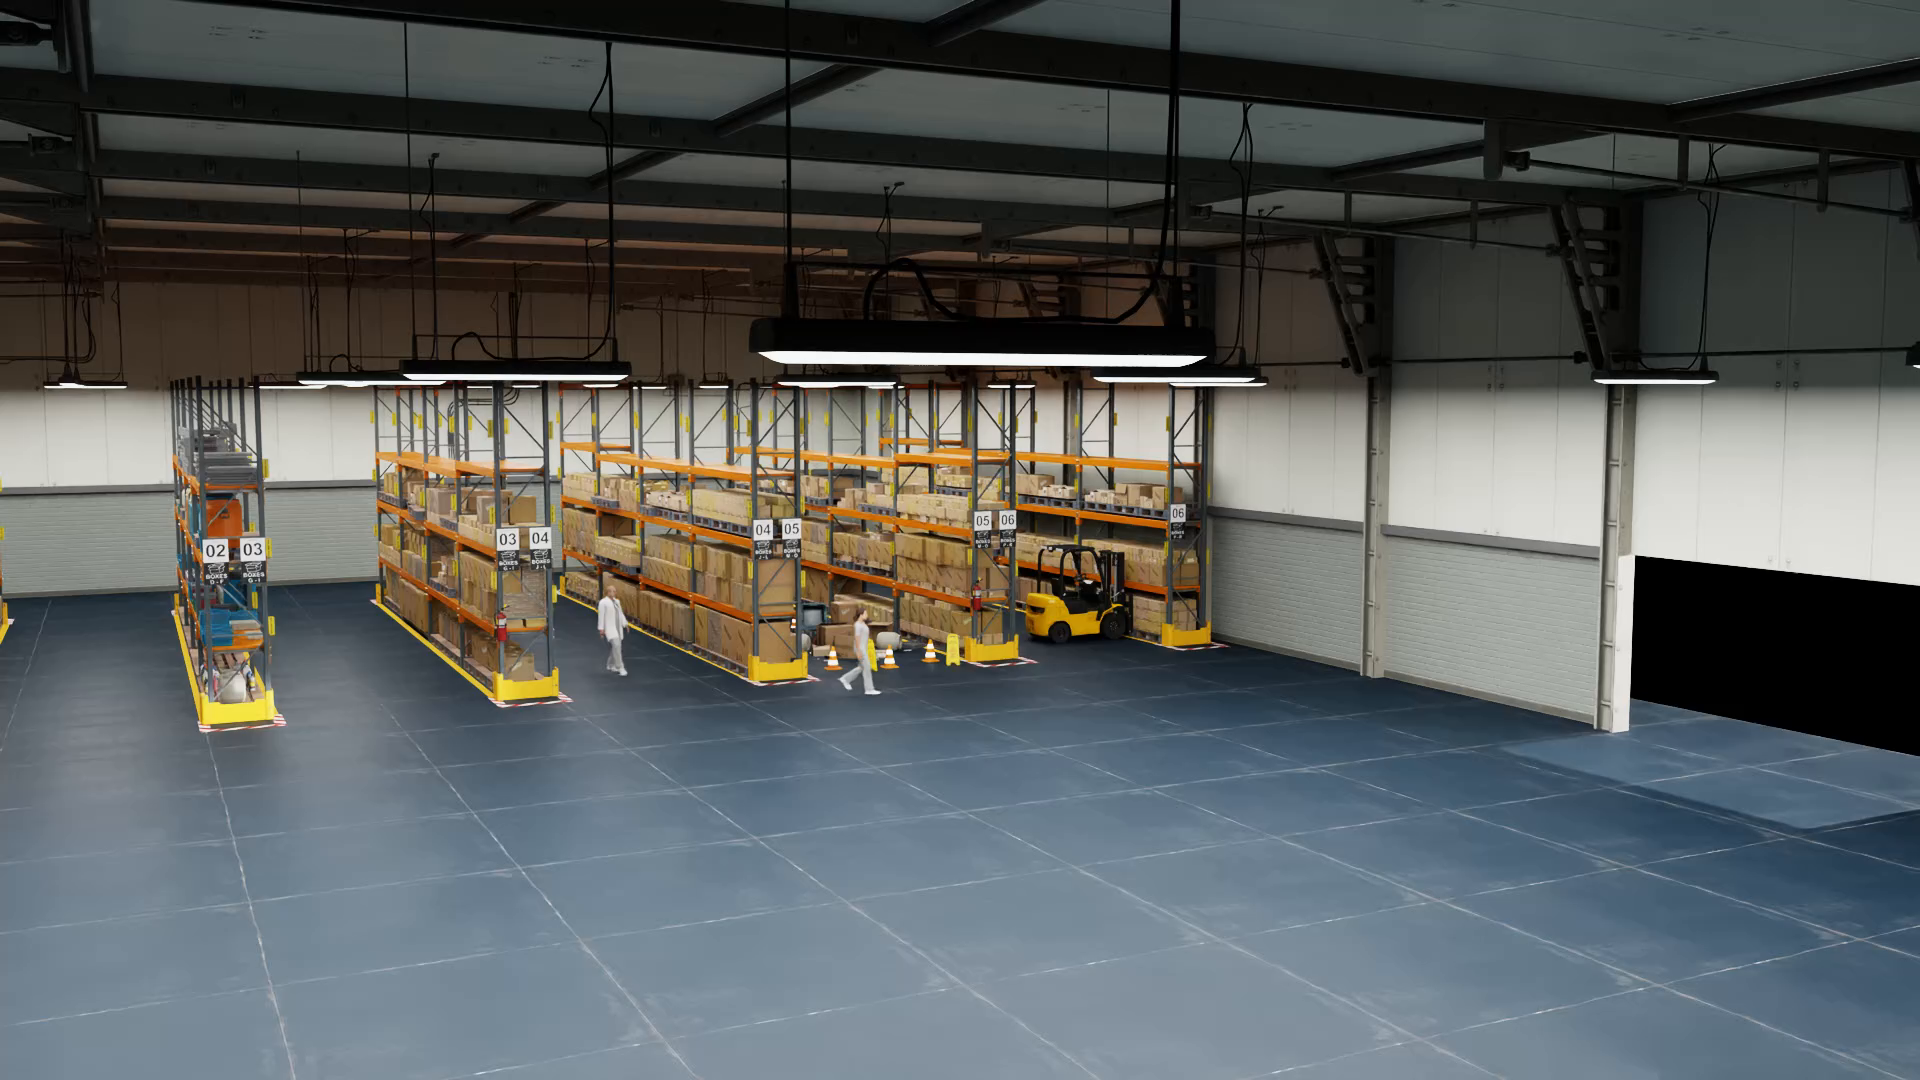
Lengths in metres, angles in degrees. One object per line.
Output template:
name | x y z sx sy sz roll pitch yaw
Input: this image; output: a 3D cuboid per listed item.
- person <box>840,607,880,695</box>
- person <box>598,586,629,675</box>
person | -1.890 2.159 31.498 0.801 1.507 0.498 1 5 7
person | -6.983 1.839 33.911 0.803 1.790 0.621 3 6 32
